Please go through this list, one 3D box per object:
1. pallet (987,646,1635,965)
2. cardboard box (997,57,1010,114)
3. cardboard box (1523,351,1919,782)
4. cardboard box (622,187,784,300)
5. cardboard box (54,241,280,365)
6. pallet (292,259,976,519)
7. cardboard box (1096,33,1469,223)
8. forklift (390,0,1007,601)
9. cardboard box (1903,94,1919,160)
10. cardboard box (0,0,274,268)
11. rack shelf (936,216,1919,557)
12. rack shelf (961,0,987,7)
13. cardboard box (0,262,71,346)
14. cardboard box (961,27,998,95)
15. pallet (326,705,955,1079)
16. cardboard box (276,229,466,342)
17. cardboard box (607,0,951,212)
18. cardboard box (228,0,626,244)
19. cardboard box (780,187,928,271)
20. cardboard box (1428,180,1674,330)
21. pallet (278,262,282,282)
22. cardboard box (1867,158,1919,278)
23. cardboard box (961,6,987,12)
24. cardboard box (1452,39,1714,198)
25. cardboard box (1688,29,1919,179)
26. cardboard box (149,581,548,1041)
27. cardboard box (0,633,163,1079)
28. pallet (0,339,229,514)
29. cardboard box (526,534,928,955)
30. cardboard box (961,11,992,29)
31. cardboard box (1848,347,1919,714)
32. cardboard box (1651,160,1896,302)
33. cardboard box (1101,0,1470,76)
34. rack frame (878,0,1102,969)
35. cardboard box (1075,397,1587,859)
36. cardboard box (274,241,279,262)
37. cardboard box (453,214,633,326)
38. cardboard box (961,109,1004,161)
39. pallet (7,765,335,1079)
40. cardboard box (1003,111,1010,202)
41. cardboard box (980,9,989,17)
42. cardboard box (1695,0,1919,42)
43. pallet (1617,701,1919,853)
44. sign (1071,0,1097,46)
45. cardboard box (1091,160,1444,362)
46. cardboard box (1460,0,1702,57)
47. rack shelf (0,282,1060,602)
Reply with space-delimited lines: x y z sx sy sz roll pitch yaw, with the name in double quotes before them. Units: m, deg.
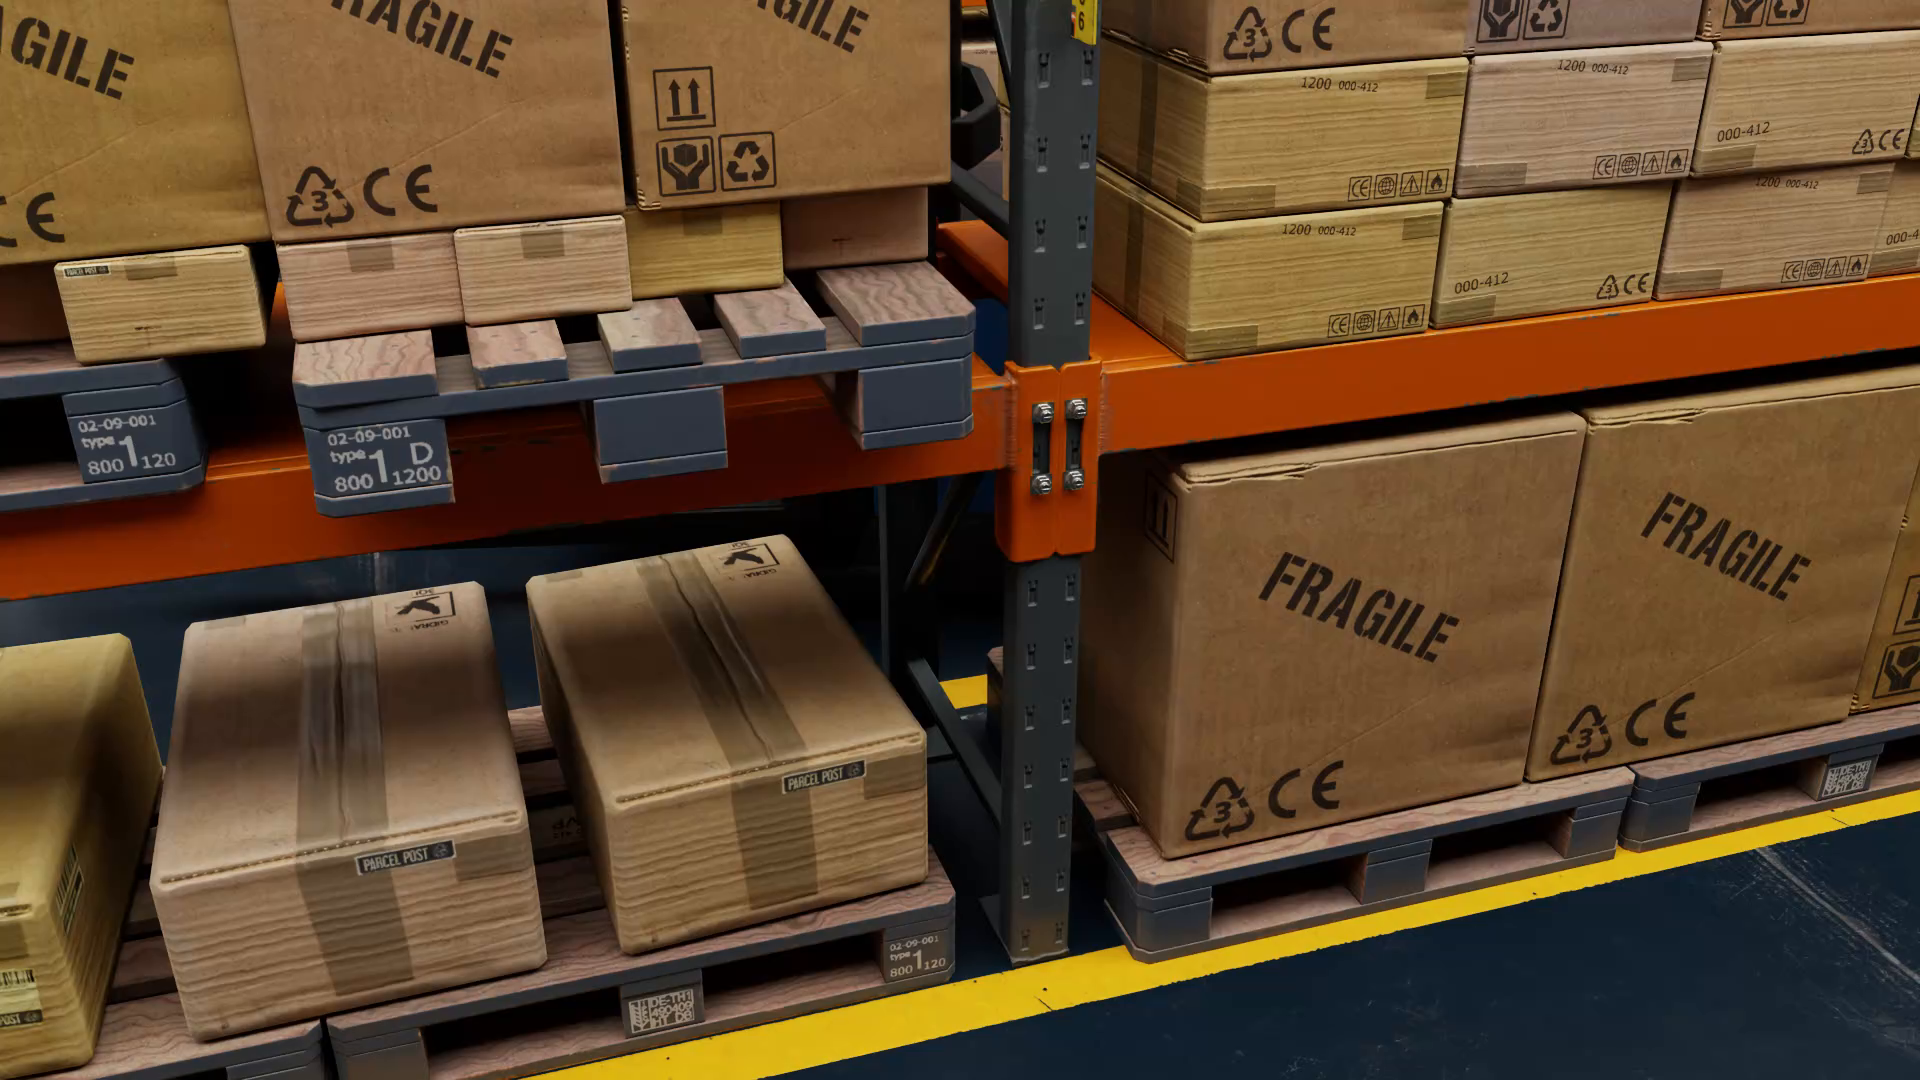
"pallet" 0.788 0.499 4.007 1.213 0.211 1.003 -8 28 -16
"cardboard box" 0.397 -1.004 3.505 0.500 0.250 0.500 -8 28 -16
"cardboard box" 1.547 -0.090 3.976 0.875 0.875 0.875 -8 27 -15
"cardboard box" -0.457 -0.536 2.767 0.250 0.149 0.380 -8 27 -15
"cardboard box" -1.182 -0.408 2.508 0.250 0.149 0.380 -8 27 -15
"pallet" -0.630 -0.444 2.986 1.003 0.211 1.213 -8 28 -16
"cardboard box" 0.573 -0.795 3.085 0.500 0.250 0.500 -8 28 -16
"forklift" -0.734 -1.309 4.592 3.031 2.935 1.130 -2 26 -4
"cardboard box" 2.029 -0.993 3.484 0.500 0.250 0.500 -8 27 -15
"cardboard box" -1.299 -0.713 2.394 0.500 0.500 0.500 -10 28 -20
"rack shelf" 1.916 -0.626 3.947 4.000 0.370 1.077 -8 28 -16
"rack shelf" 0.287 -2.705 8.135 4.000 0.370 1.077 -8 28 -16
"cardboard box" -1.460 -0.426 2.546 0.250 0.149 0.380 -8 28 -16
"cardboard box" 0.073 -2.281 7.968 0.500 0.250 0.500 -8 28 -16
"pallet" -0.729 0.683 3.637 1.213 0.211 1.003 -8 28 -16
"cardboard box" -0.924 -0.451 2.596 0.250 0.149 0.380 -10 28 -19
"cardboard box" -0.331 -0.859 2.688 0.500 0.500 0.500 -9 28 -18
"cardboard box" -0.820 -0.783 2.535 0.500 0.500 0.500 -9 28 -17
"cardboard box" -0.224 -0.604 2.903 0.250 0.149 0.380 -7 27 -14
"cardboard box" 1.041 -0.645 3.344 0.500 0.250 0.500 -9 28 -18
"pallet" -3.545 -1.260 7.550 1.213 0.211 1.003 -8 28 -16
"cardboard box" 2.009 -0.784 3.625 0.500 0.250 0.500 -8 28 -16
"cardboard box" 0.147 -4.554 12.966 0.875 0.875 1.225 -8 28 -16
"cardboard box" 1.065 -0.866 3.227 0.500 0.250 0.500 -8 27 -15
"cardboard box" 1.542 -0.929 3.355 0.500 0.250 0.500 -8 28 -16
"cardboard box" -1.225 0.495 3.363 0.625 0.372 0.950 -9 28 -17
"cardboard box" -1.948 0.597 3.158 0.625 0.372 0.950 -7 27 -14
"pallet" -1.855 -0.297 2.691 1.213 0.211 1.003 -8 28 -16
"cardboard box" -0.526 0.390 3.575 0.625 0.372 0.950 -10 28 -20
"cardboard box" -0.080 -2.499 8.406 0.500 0.250 0.500 -8 27 -15
"cardboard box" 2.397 -0.213 4.224 0.875 0.875 0.875 -7 27 -15
"cardboard box" 1.541 -0.715 3.485 0.500 0.250 0.500 -7 27 -14
"cardboard box" 0.559 -1.130 2.916 0.500 0.500 0.500 -9 28 -18
"rack frame" 0.015 -0.673 3.232 0.127 3.000 1.000 -8 28 -16
"cardboard box" 0.697 0.031 3.732 0.875 0.875 0.875 -8 28 -17
"cardboard box" -3.051 -1.765 7.489 0.750 0.750 1.050 -8 27 -15
"cardboard box" -0.682 -0.483 2.659 0.250 0.149 0.380 -8 28 -17
"cardboard box" 0.101 -1.953 8.150 0.500 0.500 0.500 -9 28 -17
"pallet" -1.887 0.849 3.302 1.213 0.211 1.003 -8 28 -16
"cardboard box" 0.415 -0.785 3.627 0.500 0.250 0.500 -9 28 -18
"cardboard box" 0.413 -2.574 8.558 0.500 0.250 0.500 -7 27 -14
"cardboard box" 1.525 -1.267 3.192 0.500 0.500 0.500 -7 27 -15
"pallet" 1.946 0.333 4.342 1.213 0.211 1.003 -8 28 -16
"sign" 0.192 -0.928 2.533 0.005 0.325 0.100 -8 28 -16
"cardboard box" 0.558 -0.567 3.187 0.500 0.250 0.500 -9 28 -17
"cardboard box" 1.028 -1.202 3.062 0.500 0.500 0.500 -8 28 -16
"rack shelf" -1.887 -0.075 2.837 4.000 0.370 1.077 -8 28 -16
